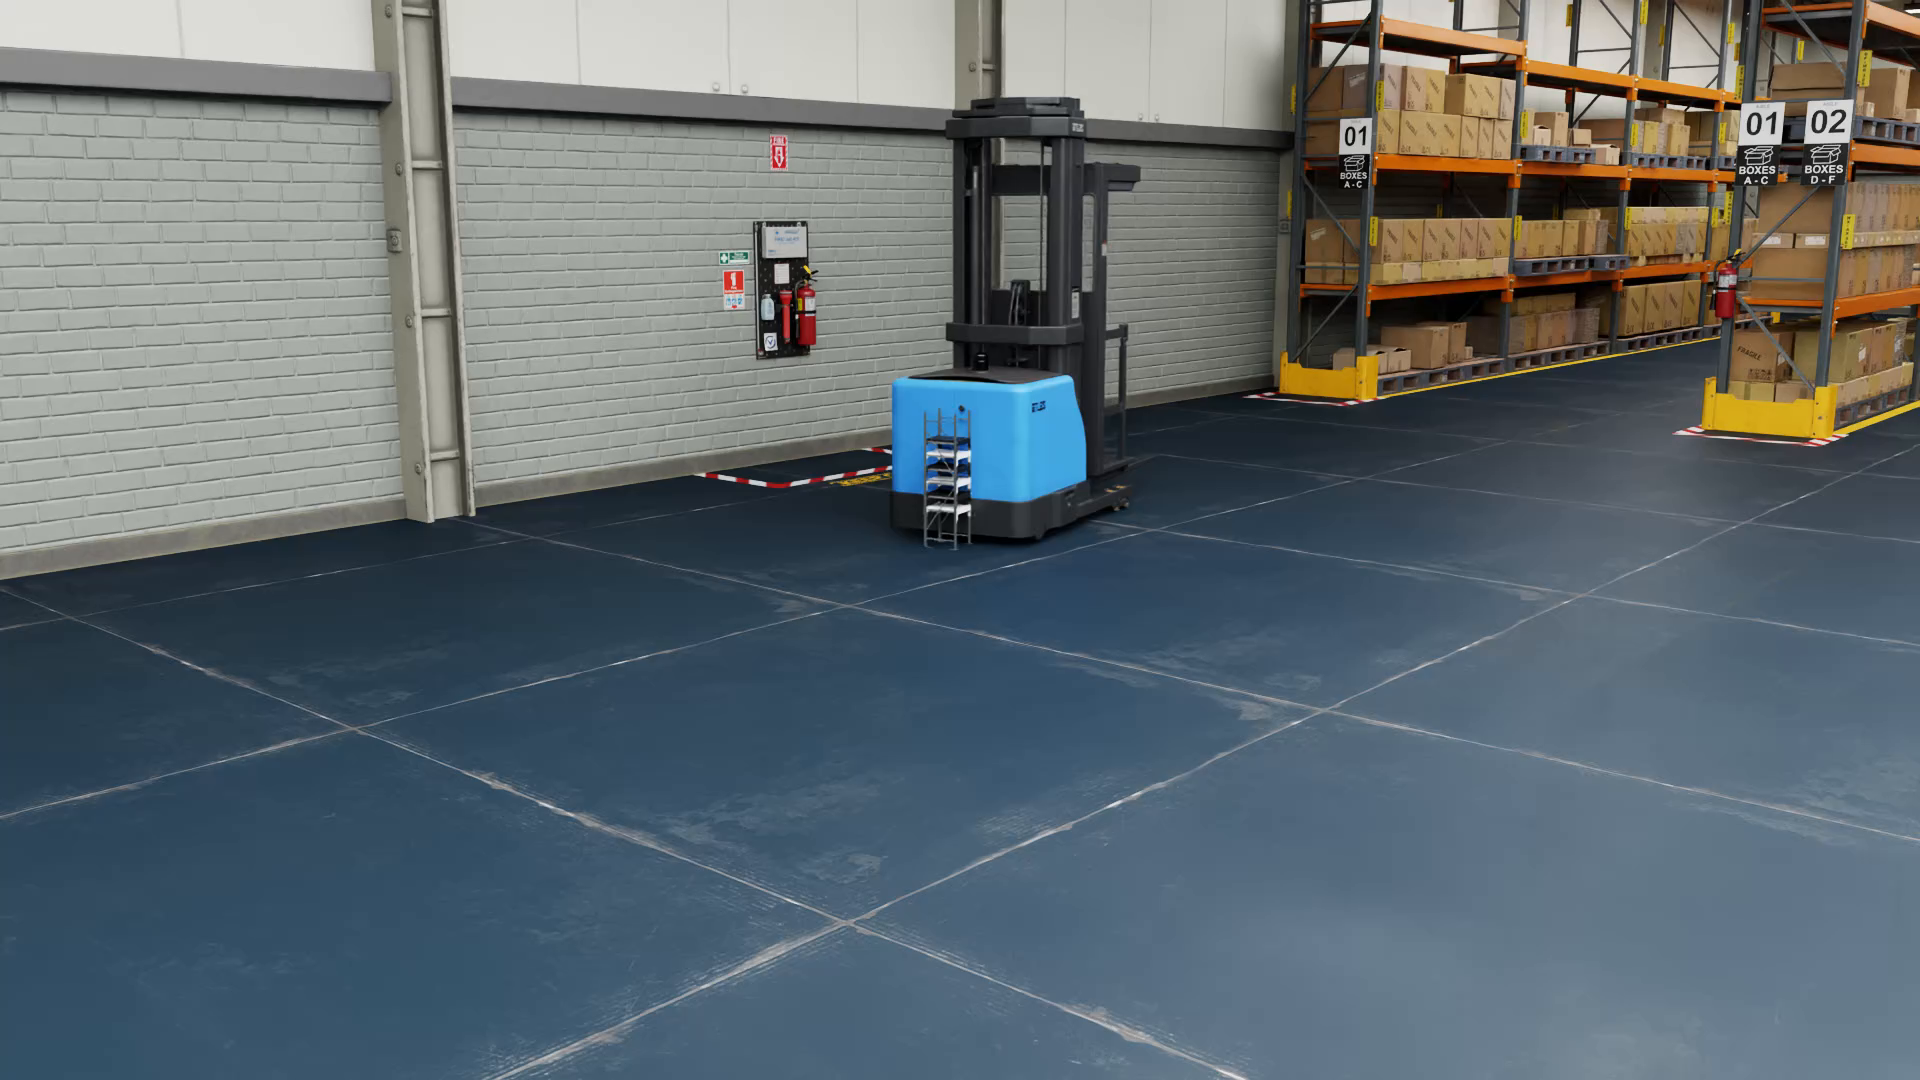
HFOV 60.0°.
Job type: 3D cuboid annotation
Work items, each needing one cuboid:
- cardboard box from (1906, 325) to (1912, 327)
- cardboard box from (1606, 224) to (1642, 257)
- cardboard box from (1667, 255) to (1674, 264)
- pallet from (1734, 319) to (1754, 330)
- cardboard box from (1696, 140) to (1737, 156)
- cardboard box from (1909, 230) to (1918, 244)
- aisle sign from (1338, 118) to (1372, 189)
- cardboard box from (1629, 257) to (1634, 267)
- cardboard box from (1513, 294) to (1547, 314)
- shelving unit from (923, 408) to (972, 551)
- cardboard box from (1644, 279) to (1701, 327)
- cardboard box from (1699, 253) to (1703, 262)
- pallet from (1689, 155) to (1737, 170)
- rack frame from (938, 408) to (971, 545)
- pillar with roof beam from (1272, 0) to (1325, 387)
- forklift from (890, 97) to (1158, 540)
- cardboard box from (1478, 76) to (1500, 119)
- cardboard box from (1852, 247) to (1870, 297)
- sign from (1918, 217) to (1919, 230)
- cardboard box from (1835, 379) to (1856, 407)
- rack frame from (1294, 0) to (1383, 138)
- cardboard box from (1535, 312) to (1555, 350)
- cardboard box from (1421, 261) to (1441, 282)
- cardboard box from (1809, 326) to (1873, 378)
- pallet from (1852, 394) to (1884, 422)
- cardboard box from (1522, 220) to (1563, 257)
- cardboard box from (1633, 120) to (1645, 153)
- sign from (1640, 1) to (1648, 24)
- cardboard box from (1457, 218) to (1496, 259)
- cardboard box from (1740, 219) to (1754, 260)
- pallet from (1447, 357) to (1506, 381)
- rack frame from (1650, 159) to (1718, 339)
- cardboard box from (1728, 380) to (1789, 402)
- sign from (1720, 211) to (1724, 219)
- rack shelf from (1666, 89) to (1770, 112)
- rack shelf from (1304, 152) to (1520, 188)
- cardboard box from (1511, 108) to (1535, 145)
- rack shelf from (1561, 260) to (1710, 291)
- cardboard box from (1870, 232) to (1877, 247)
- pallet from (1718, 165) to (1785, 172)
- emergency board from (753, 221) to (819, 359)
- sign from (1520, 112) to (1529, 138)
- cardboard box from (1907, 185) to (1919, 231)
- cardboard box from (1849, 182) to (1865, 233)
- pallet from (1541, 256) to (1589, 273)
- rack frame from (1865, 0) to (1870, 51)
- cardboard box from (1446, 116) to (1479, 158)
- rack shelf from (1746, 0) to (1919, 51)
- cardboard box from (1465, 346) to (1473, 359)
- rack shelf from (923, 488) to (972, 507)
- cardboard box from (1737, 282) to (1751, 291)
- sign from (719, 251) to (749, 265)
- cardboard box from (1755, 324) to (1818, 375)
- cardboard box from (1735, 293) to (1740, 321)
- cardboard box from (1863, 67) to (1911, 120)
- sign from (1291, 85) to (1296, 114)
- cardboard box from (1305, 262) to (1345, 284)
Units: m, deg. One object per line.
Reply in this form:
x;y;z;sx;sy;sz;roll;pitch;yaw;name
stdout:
11.760;-2.594;21.058;0.500;0.311;0.500;10;15;40;cardboard box
10.134;-4.613;25.582;0.500;0.500;0.500;10;15;42;cardboard box
11.379;-4.577;27.060;0.380;0.149;0.250;9;15;39;cardboard box
13.627;-3.873;30.062;1.003;0.211;1.213;10;15;40;pallet
12.915;-6.678;28.385;0.500;0.250;0.500;10;15;40;cardboard box
10.521;-3.405;18.687;0.380;0.149;0.250;9;15;39;cardboard box
4.518;-4.418;19.036;0.394;0.787;0.004;10;15;40;aisle sign
10.185;-4.311;25.726;0.380;0.149;0.250;10;15;41;cardboard box
8.083;-3.392;23.877;0.500;0.250;0.500;9;15;39;cardboard box
-0.083;-0.399;10.913;0.258;0.900;0.210;6;13;26;shelving unit
11.930;-3.997;27.983;0.750;0.750;0.750;10;15;41;cardboard box
12.251;-4.758;27.967;0.380;0.149;0.250;10;15;41;cardboard box
12.809;-6.505;28.688;1.003;0.211;1.213;10;15;40;pallet
-0.037;-0.417;11.002;0.240;0.900;0.006;6;13;26;rack frame
7.386;-5.793;17.239;9.100;9.000;0.400;10;15;40;pillar with roof beam
0.638;-1.681;12.143;1.130;2.935;3.031;6;13;26;forklift
6.498;-5.610;21.123;0.500;0.500;0.500;11;16;43;cardboard box
9.056;-2.819;17.411;0.700;0.500;0.500;10;15;41;cardboard box
12.931;-4.327;22.465;0.100;0.325;0.005;10;15;40;sign
8.912;-1.534;17.183;0.500;0.250;0.500;10;15;40;cardboard box
4.340;-6.135;18.950;1.000;3.000;0.127;10;15;40;rack frame
8.124;-3.034;24.001;0.700;0.500;0.500;10;15;41;cardboard box
5.573;-3.312;20.467;0.500;0.250;0.500;9;15;39;cardboard box
9.234;-1.977;17.485;0.500;0.500;0.500;10;15;40;cardboard box
9.342;-1.482;18.092;1.003;0.211;1.213;10;15;40;pallet
8.127;-4.299;23.696;0.500;0.500;0.700;-10;15;-40;cardboard box
10.208;-6.269;25.902;0.700;0.500;0.500;9;14;37;cardboard box
10.035;-7.740;24.400;0.100;0.325;0.005;10;15;40;sign
6.576;-3.901;21.503;0.500;0.500;0.500;10;15;40;cardboard box
13.591;-5.398;29.813;0.980;0.700;0.700;9;14;38;cardboard box
6.564;-2.310;22.239;1.003;0.211;1.213;10;15;40;pallet
12.261;-4.958;28.377;1.000;3.000;0.127;10;15;40;rack frame
8.196;-1.527;17.148;0.500;0.250;0.500;10;15;40;cardboard box
14.489;-6.083;31.594;0.100;0.325;0.005;10;15;40;sign
13.582;-7.645;29.372;1.077;0.370;4.000;10;15;40;rack shelf
5.660;-4.605;20.787;1.077;0.370;4.000;10;15;40;rack shelf
7.401;-5.577;22.490;0.500;0.500;0.500;-9;15;-39;cardboard box
10.941;-4.311;26.974;1.077;0.370;4.000;10;15;40;rack shelf
9.333;-3.139;17.360;0.380;0.149;0.250;10;15;40;cardboard box
14.420;-6.864;30.485;1.003;0.211;1.213;10;15;40;pallet
-1.468;-2.166;14.398;0.194;1.169;0.643;10;15;40;emergency board
7.393;-5.437;21.794;0.100;0.325;0.005;10;15;40;sign
10.416;-3.760;18.812;0.700;0.500;0.500;10;15;41;cardboard box
8.759;-3.391;16.962;0.700;0.500;0.500;9;15;39;cardboard box
8.345;-3.979;23.964;1.003;0.211;1.213;10;15;40;pallet
10.704;-6.083;18.692;1.000;3.000;0.127;10;15;40;rack frame
6.152;-5.045;20.849;0.500;0.500;0.500;9;14;38;cardboard box
9.384;-5.240;17.329;1.077;0.370;4.000;10;15;40;rack shelf
6.650;-2.525;22.305;0.380;0.166;0.250;7;14;33;cardboard box
-0.083;-0.278;10.937;0.258;0.077;0.200;6;13;26;rack shelf
14.399;-4.649;30.482;0.380;0.149;0.250;10;15;42;cardboard box
-1.901;-2.375;13.999;0.001;0.109;0.331;10;15;40;sign
8.843;-2.044;17.822;0.500;0.500;0.500;10;15;40;cardboard box
13.507;-4.184;29.810;0.700;0.500;0.500;10;15;42;cardboard box
9.365;-4.556;17.021;0.500;0.500;0.500;10;15;40;cardboard box
3.936;-5.172;19.531;0.100;0.325;0.005;10;15;40;sign
4.503;-3.223;20.020;0.500;0.250;0.500;10;15;41;cardboard box
